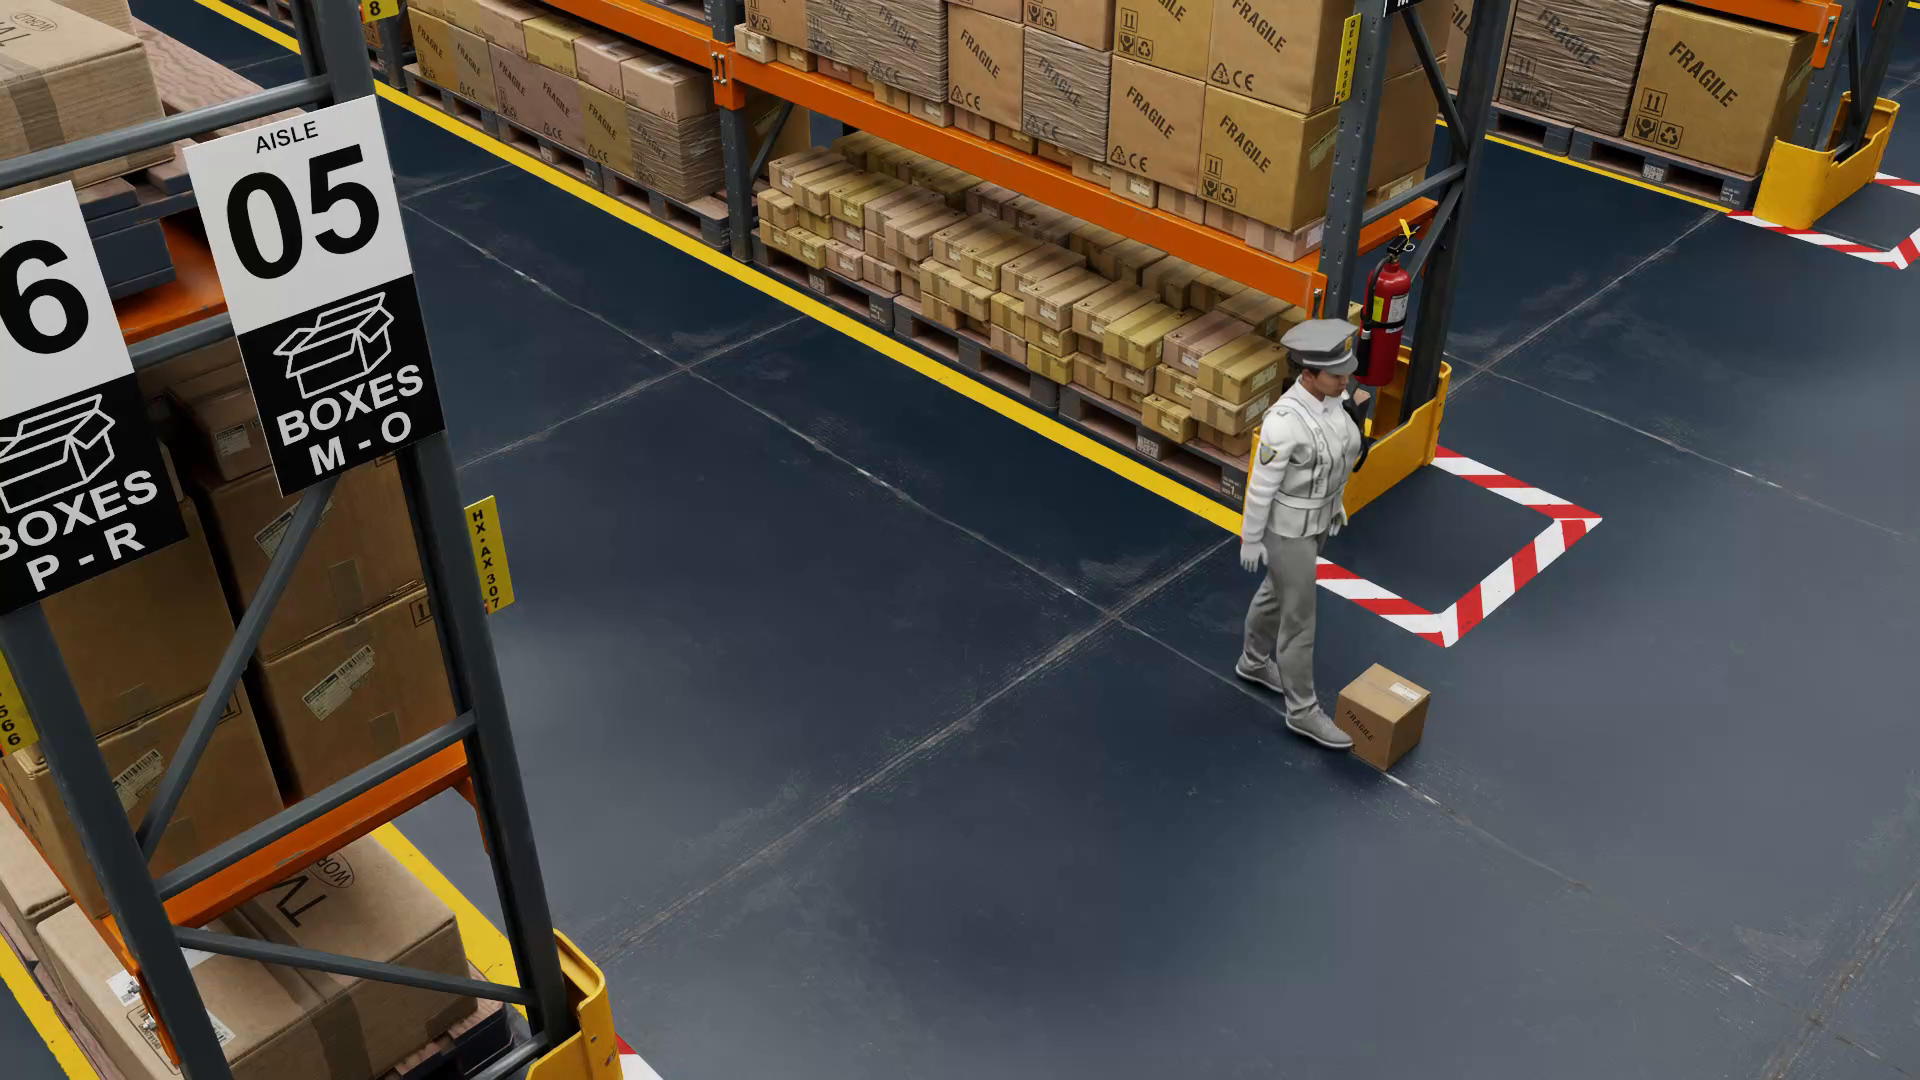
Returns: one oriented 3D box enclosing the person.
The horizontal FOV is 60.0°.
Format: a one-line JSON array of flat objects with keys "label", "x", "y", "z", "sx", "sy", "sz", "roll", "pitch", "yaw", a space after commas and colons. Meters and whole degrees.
[{"label": "person", "x": 1.371, "y": -0.041, "z": 6.178, "sx": 0.594, "sy": 1.669, "sz": 0.498, "roll": 21, "pitch": 41, "yaw": 27}]
